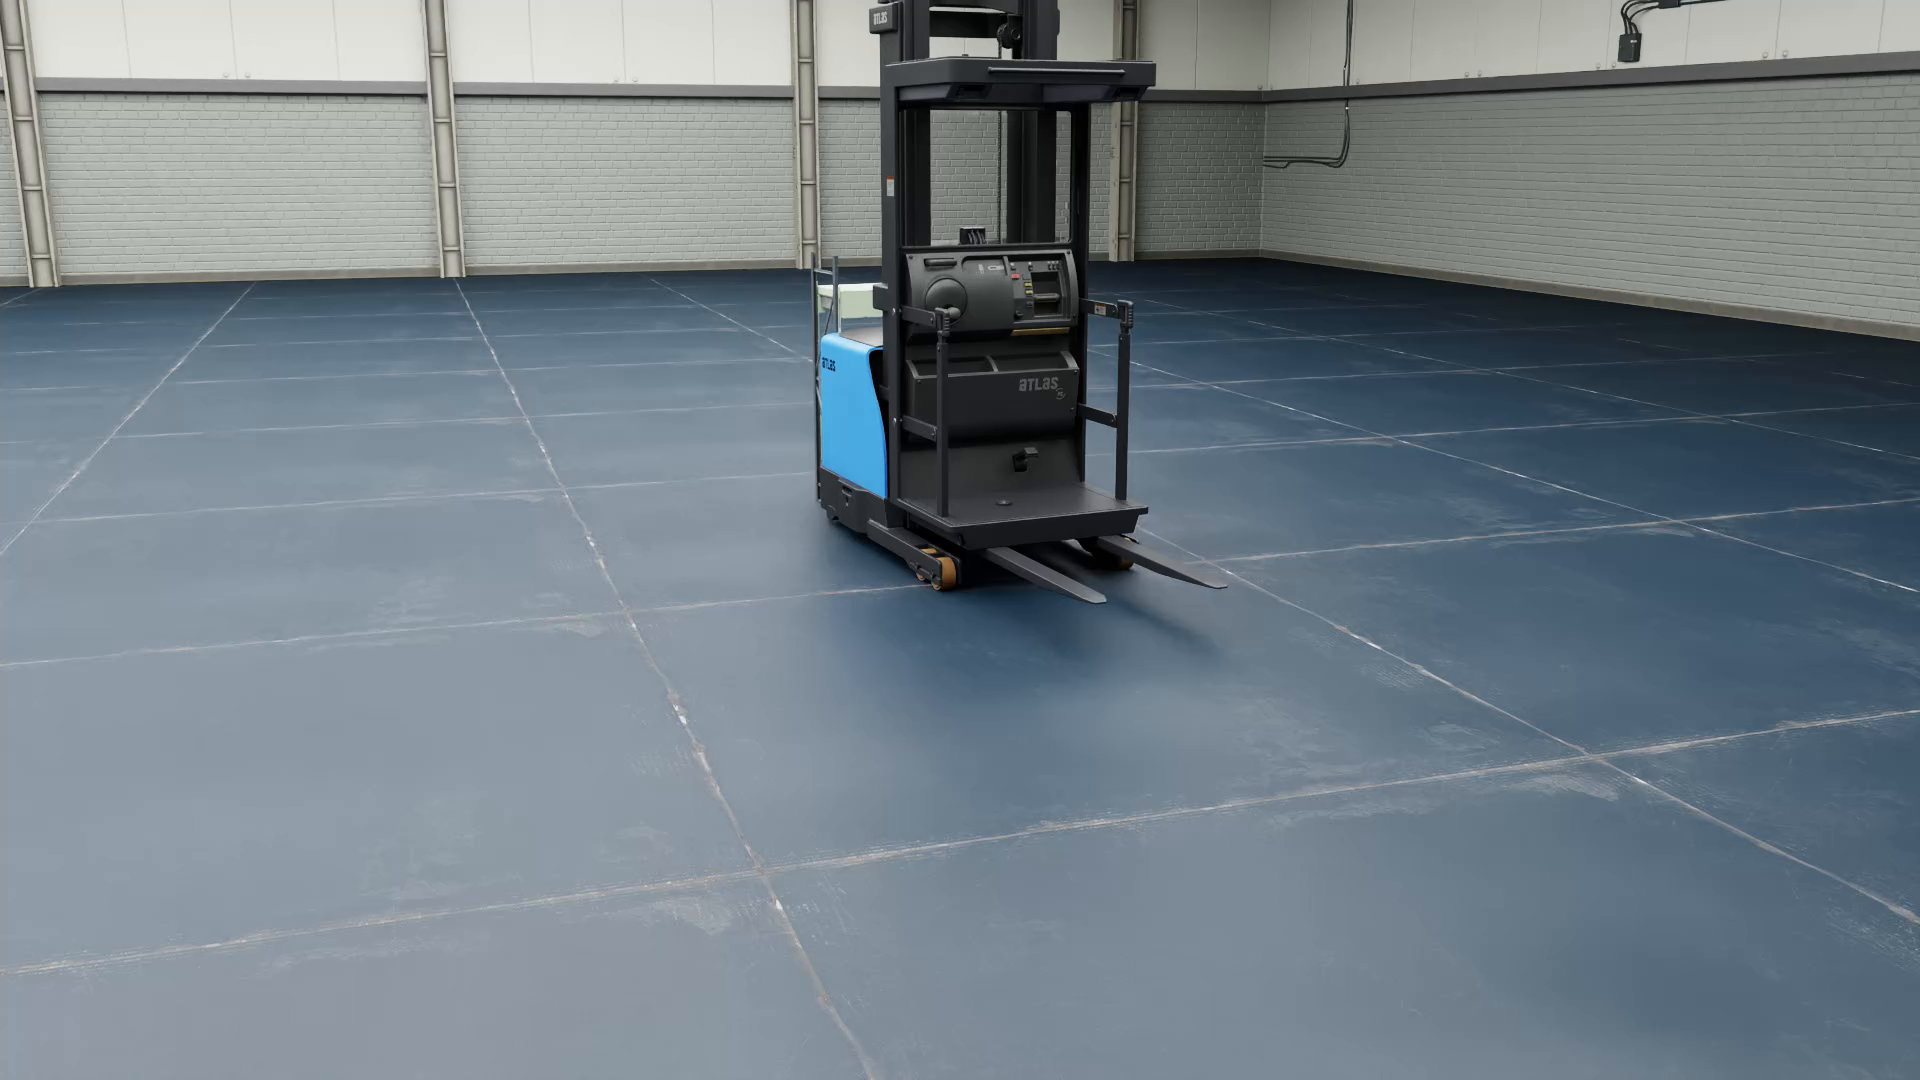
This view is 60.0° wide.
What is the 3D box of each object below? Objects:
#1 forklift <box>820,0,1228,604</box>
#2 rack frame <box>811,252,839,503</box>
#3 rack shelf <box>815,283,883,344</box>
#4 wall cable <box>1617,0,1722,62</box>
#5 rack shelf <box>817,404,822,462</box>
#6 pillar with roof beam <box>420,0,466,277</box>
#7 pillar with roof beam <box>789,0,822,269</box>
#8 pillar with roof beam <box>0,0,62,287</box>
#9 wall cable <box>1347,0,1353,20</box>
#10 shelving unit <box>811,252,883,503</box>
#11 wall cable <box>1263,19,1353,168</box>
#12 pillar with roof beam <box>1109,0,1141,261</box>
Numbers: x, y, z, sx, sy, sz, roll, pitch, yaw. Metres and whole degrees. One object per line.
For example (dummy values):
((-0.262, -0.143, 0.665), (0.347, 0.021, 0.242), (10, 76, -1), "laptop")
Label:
((0.258, -1.293, 8.244), (1.130, 2.935, 3.031), (-6, 15, -23), "forklift")
((-0.789, -0.932, 9.821), (0.023, 1.500, 0.400), (-6, 15, -24), "rack frame")
((-0.456, -1.347, 9.879), (0.720, 0.370, 0.431), (-6, 15, -24), "rack shelf")
((9.246, -9.106, 20.629), (0.169, 6.003, 2.305), (-4, 14, -18), "wall cable")
((-0.456, -0.650, 10.045), (0.720, 0.370, 0.431), (-6, 15, -24), "rack shelf")
((-6.981, -7.777, 22.393), (0.400, 9.000, 9.100), (-4, 14, -18), "pillar with roof beam")
((-1.294, -8.220, 24.255), (0.400, 9.000, 9.100), (-4, 14, -18), "pillar with roof beam")
((-12.667, -7.335, 20.532), (0.400, 9.000, 9.100), (-4, 14, -18), "pillar with roof beam")
((7.096, -9.888, 27.061), (0.112, 2.526, 3.097), (-4, 14, -18), "wall cable")
((-0.456, -0.968, 9.970), (0.755, 1.500, 0.431), (-6, 15, -24), "shelving unit")
((6.233, -8.024, 30.140), (0.112, 2.526, 3.097), (-4, 14, -18), "wall cable")
((4.393, -8.663, 26.117), (0.400, 9.000, 9.100), (-4, 14, -18), "pillar with roof beam")
